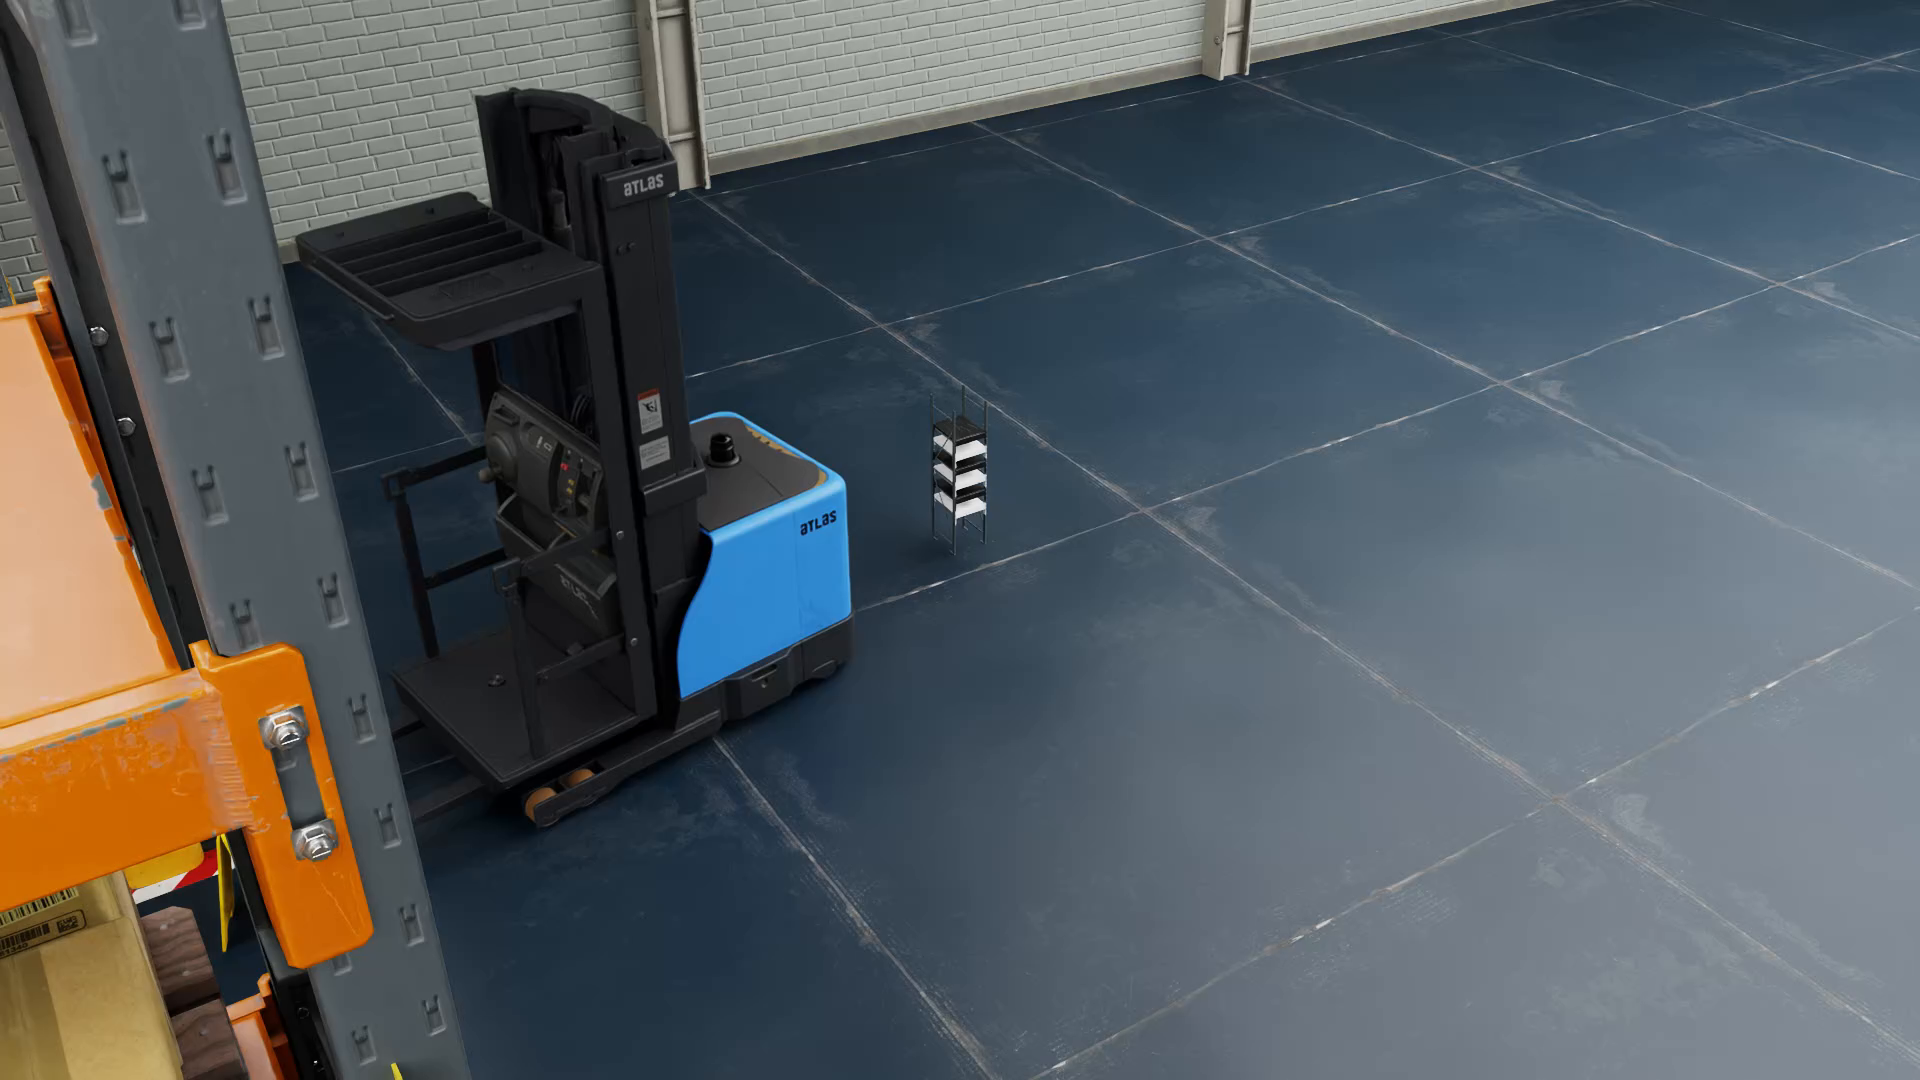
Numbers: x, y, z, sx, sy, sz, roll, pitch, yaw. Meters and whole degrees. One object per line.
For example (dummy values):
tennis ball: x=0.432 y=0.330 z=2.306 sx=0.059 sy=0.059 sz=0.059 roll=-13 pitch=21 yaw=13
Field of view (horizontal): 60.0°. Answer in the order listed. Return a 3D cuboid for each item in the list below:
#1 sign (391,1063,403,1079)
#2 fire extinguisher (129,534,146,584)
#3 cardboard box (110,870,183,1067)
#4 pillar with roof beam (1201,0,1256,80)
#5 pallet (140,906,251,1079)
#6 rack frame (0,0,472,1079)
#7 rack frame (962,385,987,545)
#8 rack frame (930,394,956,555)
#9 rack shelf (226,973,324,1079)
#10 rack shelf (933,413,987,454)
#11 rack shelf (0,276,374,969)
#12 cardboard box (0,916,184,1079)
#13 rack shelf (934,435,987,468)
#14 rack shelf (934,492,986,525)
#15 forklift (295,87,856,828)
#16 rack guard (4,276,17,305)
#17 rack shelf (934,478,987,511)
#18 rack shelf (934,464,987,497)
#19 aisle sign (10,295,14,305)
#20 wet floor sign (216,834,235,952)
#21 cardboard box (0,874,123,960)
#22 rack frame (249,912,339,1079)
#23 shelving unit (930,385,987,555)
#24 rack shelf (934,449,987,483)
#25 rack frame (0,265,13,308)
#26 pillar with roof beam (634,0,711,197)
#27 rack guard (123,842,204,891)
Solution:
sign: x=-0.588 y=0.721 z=1.849 sx=0.005 sy=0.325 sz=0.100 roll=-19 pitch=37 yaw=-27
fire extinguisher: x=-3.291 y=0.100 z=6.475 sx=0.183 sy=0.674 sz=0.296 roll=-19 pitch=37 yaw=-27
cardboard box: x=-1.332 y=0.657 z=2.456 sx=0.250 sy=0.149 sz=0.380 roll=-19 pitch=37 yaw=-27
pillar with roof beam: x=5.015 y=-6.610 z=11.416 sx=0.400 sy=9.000 sz=9.100 roll=-19 pitch=37 yaw=-27
pallet: x=-1.488 y=1.072 z=2.133 sx=1.213 sy=0.211 sz=1.003 roll=-19 pitch=37 yaw=-27
rack frame: x=-0.870 y=-0.454 z=1.656 sx=0.127 sy=3.000 sz=1.000 roll=-19 pitch=37 yaw=-27
rack frame: x=0.079 y=-0.408 z=9.174 sx=0.006 sy=0.900 sz=0.240 roll=-19 pitch=37 yaw=-27
rack frame: x=-0.092 y=-0.349 z=9.081 sx=0.006 sy=0.900 sz=0.240 roll=-19 pitch=37 yaw=-27
rack shelf: x=-2.551 y=1.698 z=1.732 sx=4.000 sy=0.370 sz=1.077 roll=-19 pitch=37 yaw=-27
rack shelf: x=-0.007 y=-0.578 z=9.002 sx=0.200 sy=0.077 sz=0.258 roll=-19 pitch=37 yaw=-27
rack shelf: x=-2.551 y=0.598 z=1.038 sx=4.000 sy=0.370 sz=1.077 roll=-19 pitch=37 yaw=-27
cardboard box: x=-0.970 y=0.614 z=1.776 sx=0.250 sy=0.149 sz=0.380 roll=-19 pitch=37 yaw=-27
rack shelf: x=-0.007 y=-0.502 z=9.050 sx=0.200 sy=0.077 sz=0.258 roll=-19 pitch=37 yaw=-27
rack shelf: x=-0.007 y=-0.198 z=9.242 sx=0.200 sy=0.077 sz=0.258 roll=-19 pitch=37 yaw=-27
forklift: x=-1.958 y=-0.289 z=7.083 sx=3.031 sy=2.935 sz=1.130 roll=-26 pitch=40 yaw=-34
rack guard: x=-6.310 y=-1.281 z=10.934 sx=0.348 sy=0.500 sz=1.175 roll=-19 pitch=37 yaw=-27
rack shelf: x=-0.007 y=-0.274 z=9.194 sx=0.200 sy=0.077 sz=0.258 roll=-19 pitch=37 yaw=-27
rack shelf: x=-0.007 y=-0.350 z=9.146 sx=0.200 sy=0.077 sz=0.258 roll=-19 pitch=37 yaw=-27
aisle sign: x=-3.428 y=-1.094 z=5.858 sx=0.004 sy=0.787 sz=0.394 roll=-19 pitch=37 yaw=-27
wet floor sign: x=-2.898 y=1.314 z=6.684 sx=0.232 sy=0.644 sz=0.267 roll=-7 pitch=33 yaw=-11
cardboard box: x=-1.415 y=0.557 z=2.240 sx=0.500 sy=0.250 sz=0.500 roll=-19 pitch=37 yaw=-27
rack frame: x=-0.870 y=2.084 z=3.257 sx=0.127 sy=3.000 sz=1.000 roll=-19 pitch=37 yaw=-27
shelving unit: x=-0.007 y=-0.378 z=9.128 sx=0.210 sy=0.900 sz=0.258 roll=-19 pitch=37 yaw=-27
rack shelf: x=-0.007 y=-0.426 z=9.098 sx=0.200 sy=0.077 sz=0.258 roll=-19 pitch=37 yaw=-27
rack frame: x=-3.637 y=-0.107 z=6.729 sx=0.127 sy=3.000 sz=1.000 roll=-19 pitch=37 yaw=-27
pillar with roof beam: x=-0.028 y=-4.876 z=8.666 sx=0.400 sy=9.000 sz=9.100 roll=-19 pitch=37 yaw=-27
rack guard: x=-3.701 y=0.972 z=7.361 sx=0.348 sy=0.500 sz=1.175 roll=-19 pitch=37 yaw=-27
